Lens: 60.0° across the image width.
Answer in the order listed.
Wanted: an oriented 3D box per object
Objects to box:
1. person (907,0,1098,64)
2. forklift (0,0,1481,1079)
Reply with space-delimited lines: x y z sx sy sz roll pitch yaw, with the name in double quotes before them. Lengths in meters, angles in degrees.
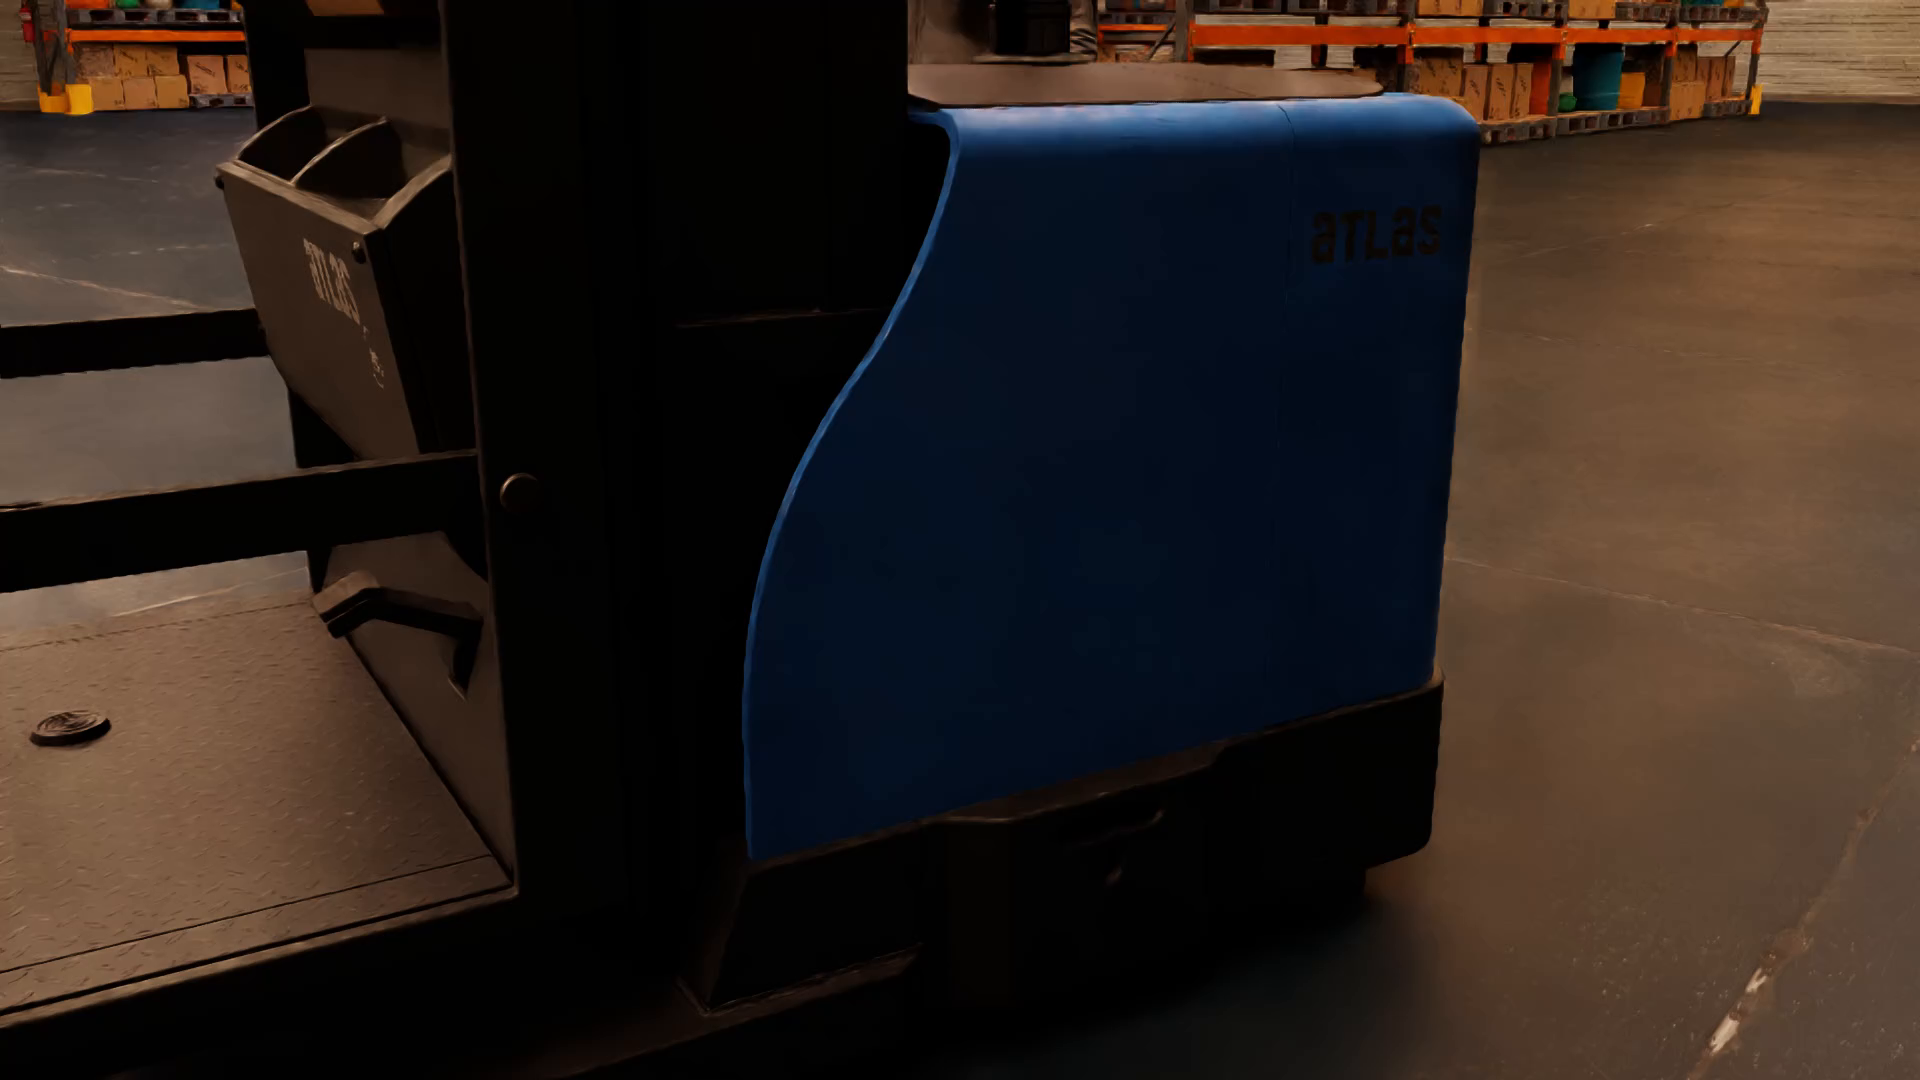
"person" -0.046 -0.818 3.649 0.632 1.720 0.567 13 21 37
"forklift" -0.868 -0.826 1.616 3.031 2.935 1.130 -10 19 -29
